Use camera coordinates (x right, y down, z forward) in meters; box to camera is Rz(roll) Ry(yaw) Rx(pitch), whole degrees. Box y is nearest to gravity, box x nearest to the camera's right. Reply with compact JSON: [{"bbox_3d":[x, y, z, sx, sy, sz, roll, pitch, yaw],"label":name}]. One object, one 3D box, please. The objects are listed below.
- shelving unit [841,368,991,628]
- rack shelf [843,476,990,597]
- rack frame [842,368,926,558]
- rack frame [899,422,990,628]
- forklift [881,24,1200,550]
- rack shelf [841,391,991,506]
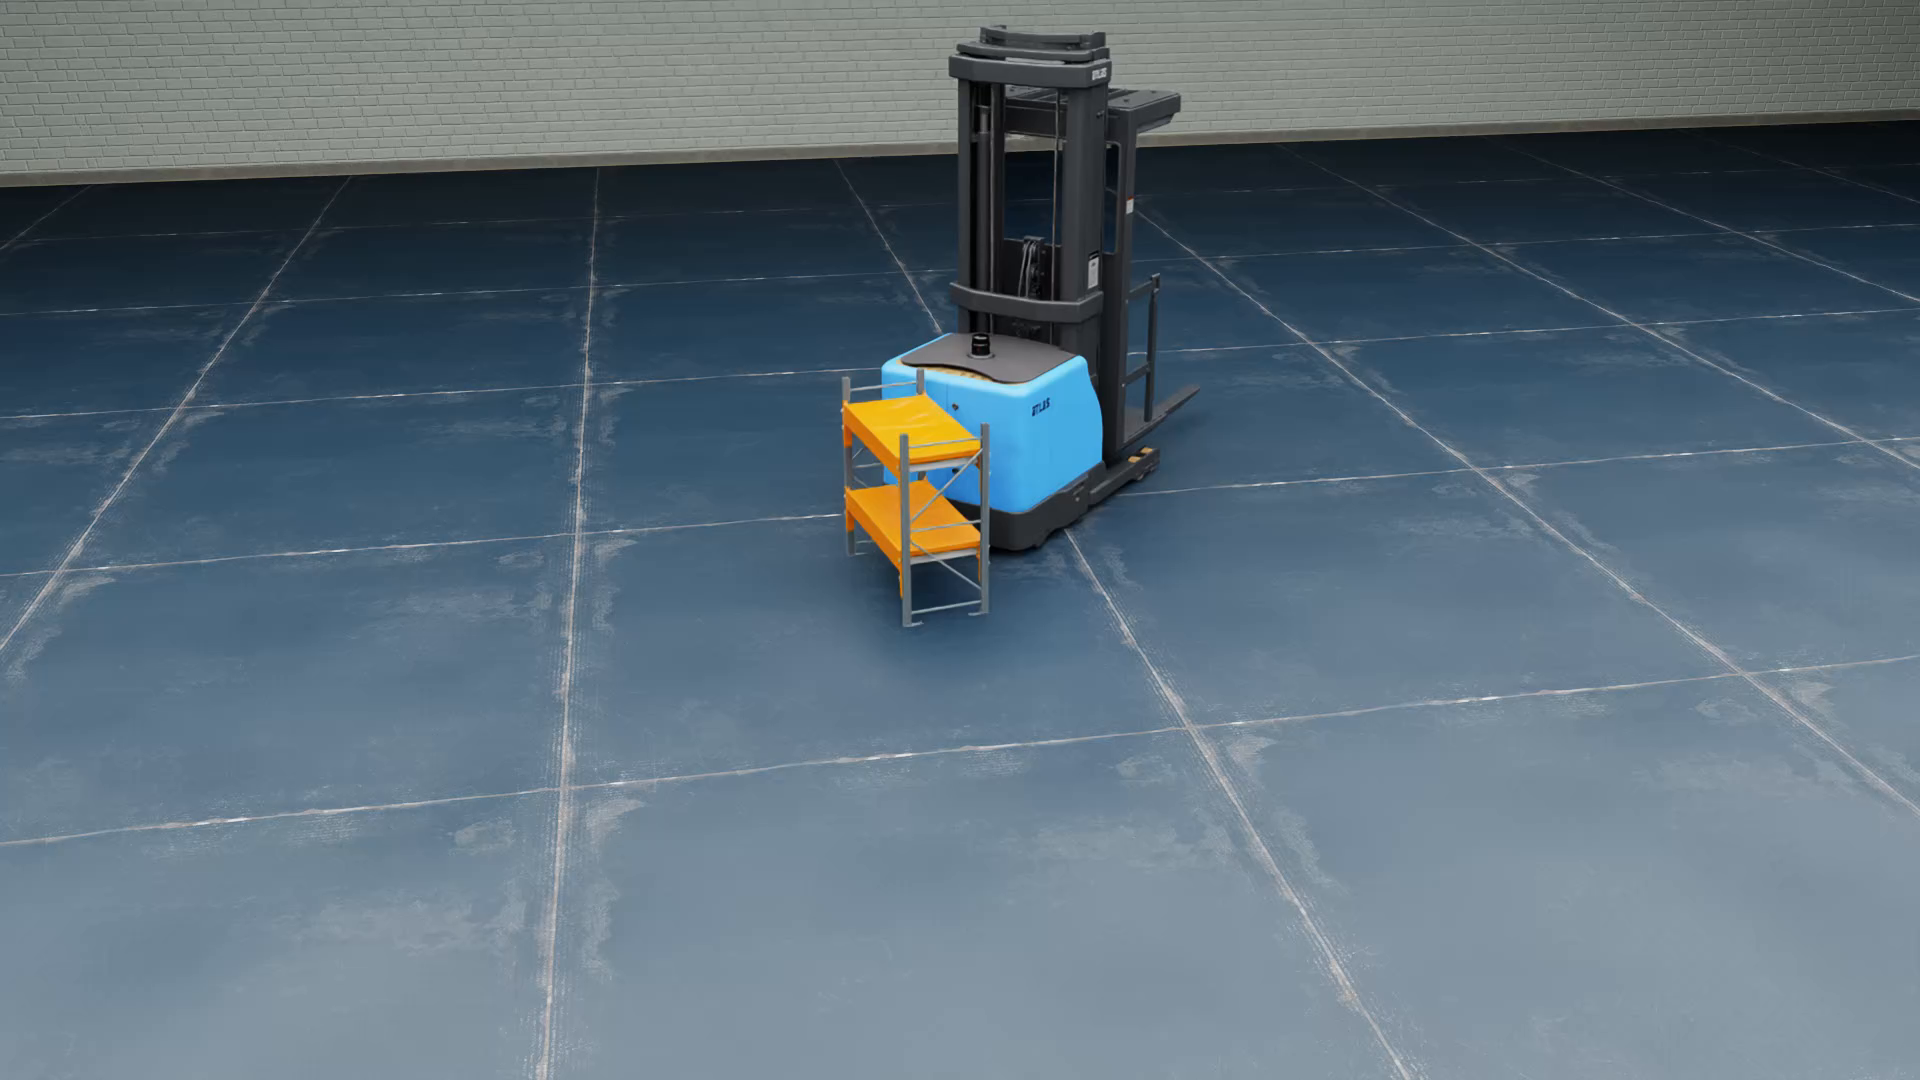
[{"bbox_3d":[-0.262,-0.262,9.444,0.538,1.125,1.048,-9,25,-19],"label":"shelving unit"},{"bbox_3d":[-0.262,-0.038,9.541,0.538,0.278,1.000,-9,25,-19],"label":"rack shelf"},{"bbox_3d":[-0.444,-0.452,9.878,0.500,1.125,0.032,-9,25,-19],"label":"rack frame"},{"bbox_3d":[-0.079,-0.072,9.009,0.500,1.125,0.032,-9,25,-19],"label":"rack frame"},{"bbox_3d":[0.706,-1.826,10.768,1.130,2.935,3.031,14,27,28],"label":"forklift"},{"bbox_3d":[-0.262,-0.530,9.326,0.538,0.278,1.000,-9,25,-19],"label":"rack shelf"}]
